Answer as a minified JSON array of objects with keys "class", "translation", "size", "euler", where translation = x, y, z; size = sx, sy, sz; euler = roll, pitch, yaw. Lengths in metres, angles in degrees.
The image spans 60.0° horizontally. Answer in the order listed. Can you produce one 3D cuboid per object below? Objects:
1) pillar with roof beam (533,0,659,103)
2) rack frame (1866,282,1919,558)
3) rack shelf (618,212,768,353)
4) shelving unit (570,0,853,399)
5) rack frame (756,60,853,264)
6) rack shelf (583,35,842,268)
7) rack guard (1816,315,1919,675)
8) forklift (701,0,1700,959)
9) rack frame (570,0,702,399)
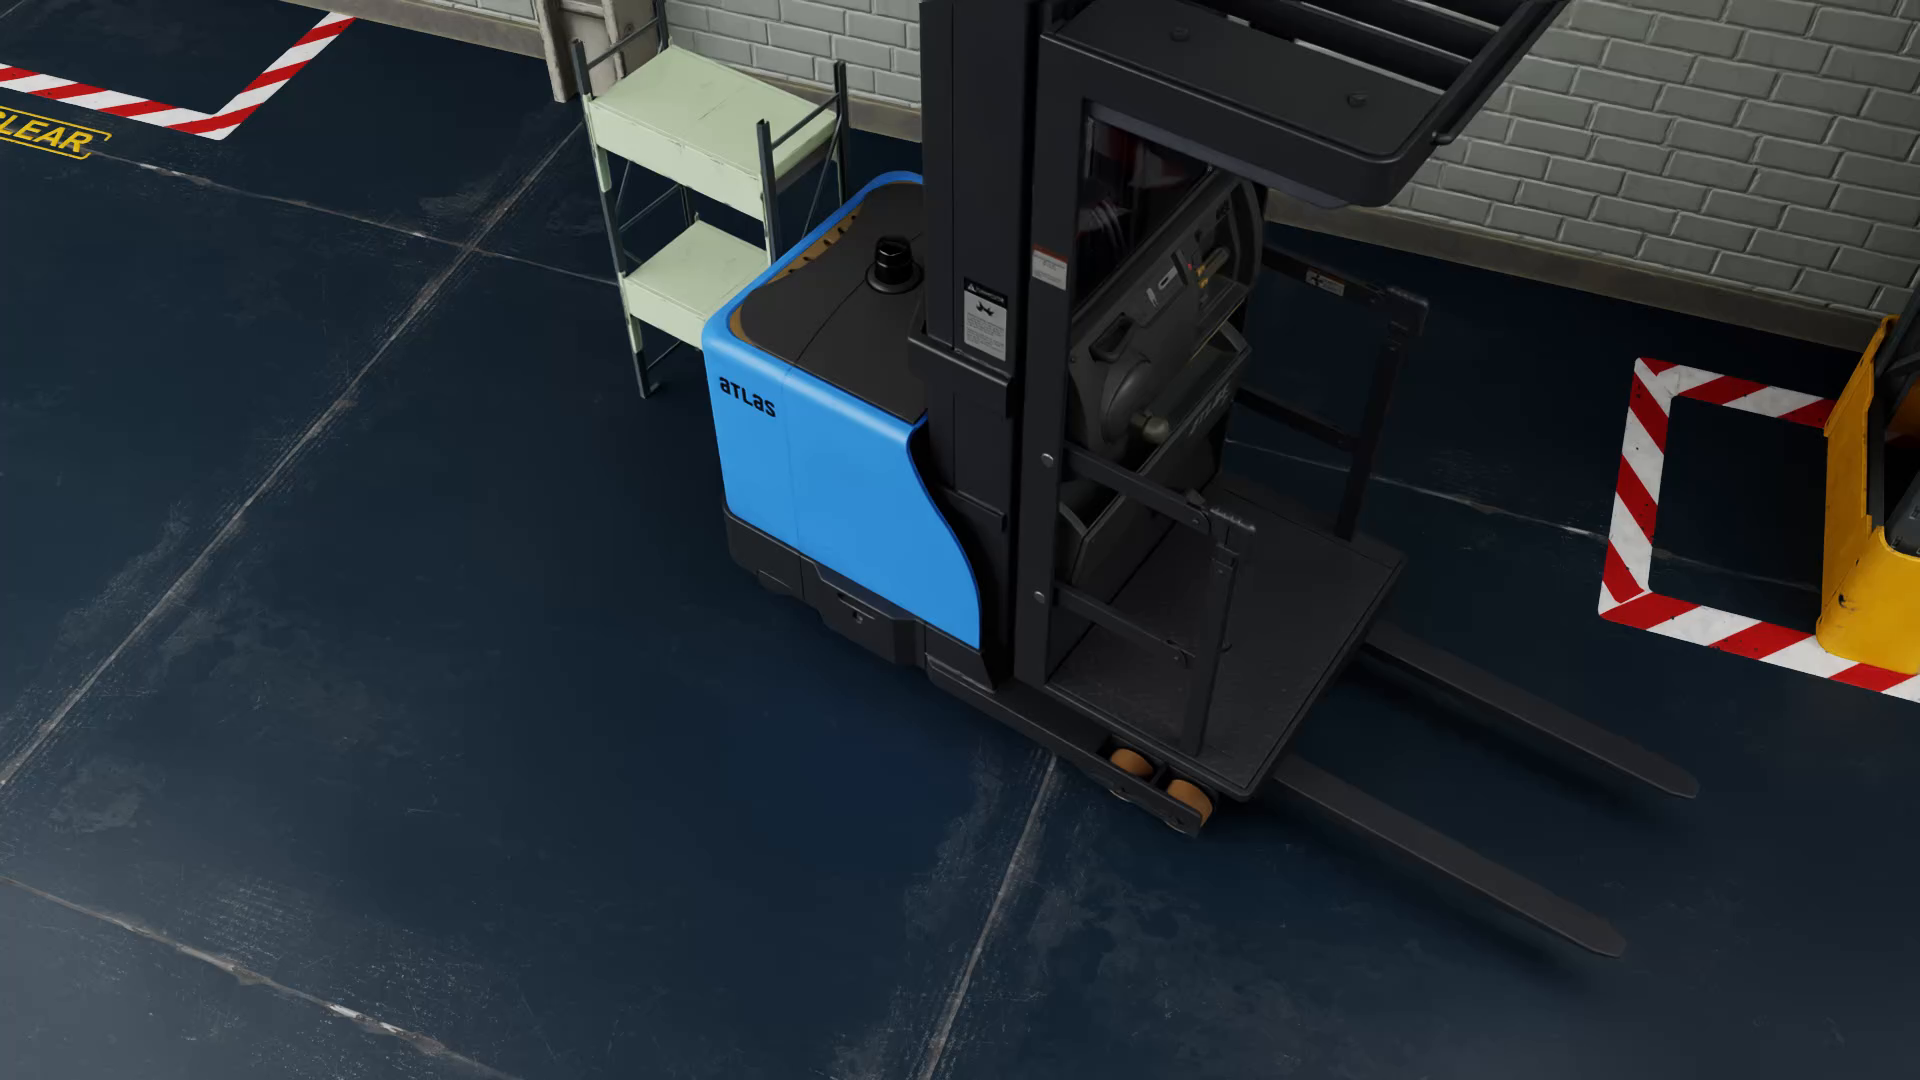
[{"class":"pillar with roof beam","translation":[-3.074,-1.925,1.463],"size":[0.400,9.000,9.100],"euler":[16,51,13]},{"class":"rack frame","translation":[3.090,-1.011,4.641],"size":[0.127,3.000,1.000],"euler":[16,51,13]},{"class":"rack shelf","translation":[-0.769,-0.775,5.861],"size":[0.720,0.370,0.431],"euler":[28,55,22]},{"class":"shelving unit","translation":[-0.769,-0.988,5.614],"size":[0.755,1.500,0.431],"euler":[28,55,22]},{"class":"rack frame","translation":[-0.468,-0.831,5.478],"size":[0.023,1.500,0.400],"euler":[28,55,22]},{"class":"rack shelf","translation":[-0.769,-1.244,5.319],"size":[0.720,0.370,0.431],"euler":[28,55,22]},{"class":"rack guard","translation":[3.161,-0.172,5.568],"size":[0.348,0.500,1.175],"euler":[16,51,13]},{"class":"forklift","translation":[0.721,-0.545,4.283],"size":[3.031,2.935,1.130],"euler":[28,55,22]},{"class":"rack frame","translation":[-1.070,-1.146,5.751],"size":[0.023,1.500,0.400],"euler":[28,55,22]}]
